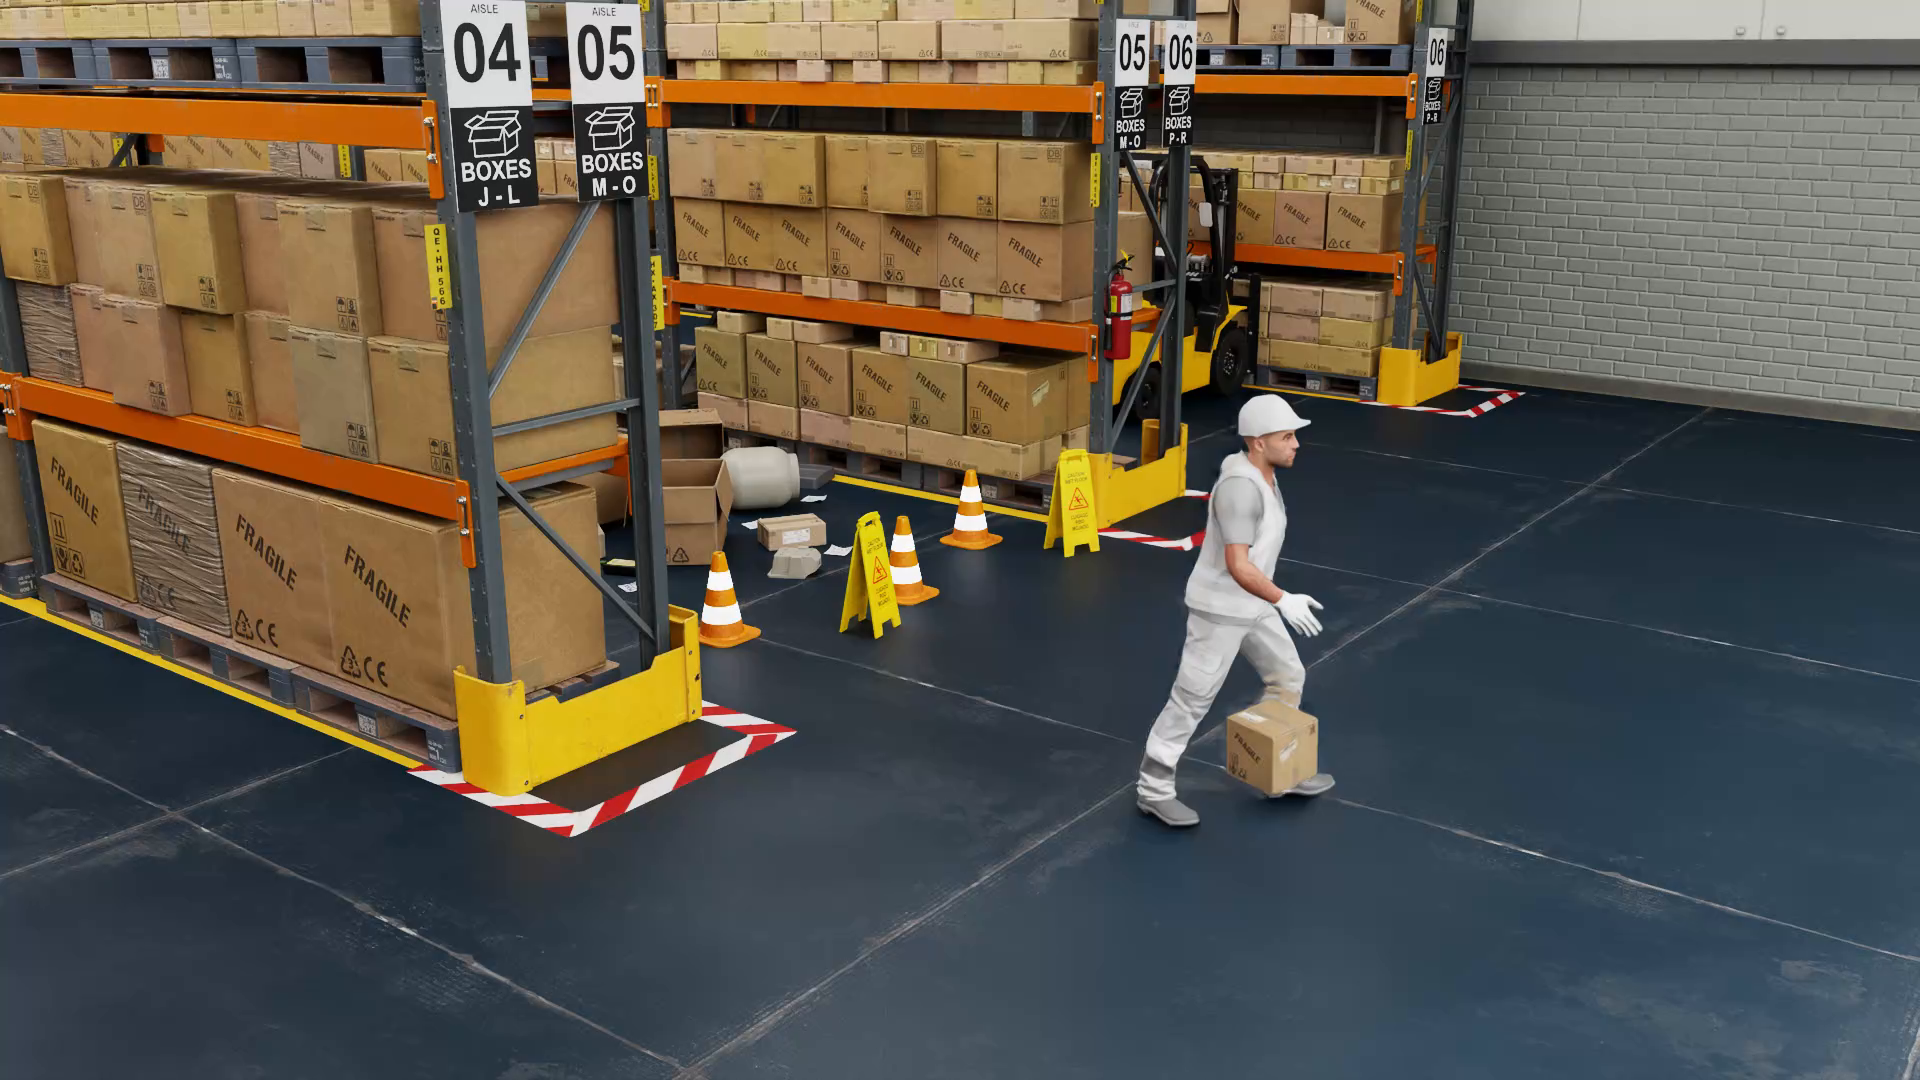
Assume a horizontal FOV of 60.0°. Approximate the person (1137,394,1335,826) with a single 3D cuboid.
[{"bbox_3d":[1.118,0.277,6.602,0.741,1.746,0.635,7,18,21],"label":"person"}]
